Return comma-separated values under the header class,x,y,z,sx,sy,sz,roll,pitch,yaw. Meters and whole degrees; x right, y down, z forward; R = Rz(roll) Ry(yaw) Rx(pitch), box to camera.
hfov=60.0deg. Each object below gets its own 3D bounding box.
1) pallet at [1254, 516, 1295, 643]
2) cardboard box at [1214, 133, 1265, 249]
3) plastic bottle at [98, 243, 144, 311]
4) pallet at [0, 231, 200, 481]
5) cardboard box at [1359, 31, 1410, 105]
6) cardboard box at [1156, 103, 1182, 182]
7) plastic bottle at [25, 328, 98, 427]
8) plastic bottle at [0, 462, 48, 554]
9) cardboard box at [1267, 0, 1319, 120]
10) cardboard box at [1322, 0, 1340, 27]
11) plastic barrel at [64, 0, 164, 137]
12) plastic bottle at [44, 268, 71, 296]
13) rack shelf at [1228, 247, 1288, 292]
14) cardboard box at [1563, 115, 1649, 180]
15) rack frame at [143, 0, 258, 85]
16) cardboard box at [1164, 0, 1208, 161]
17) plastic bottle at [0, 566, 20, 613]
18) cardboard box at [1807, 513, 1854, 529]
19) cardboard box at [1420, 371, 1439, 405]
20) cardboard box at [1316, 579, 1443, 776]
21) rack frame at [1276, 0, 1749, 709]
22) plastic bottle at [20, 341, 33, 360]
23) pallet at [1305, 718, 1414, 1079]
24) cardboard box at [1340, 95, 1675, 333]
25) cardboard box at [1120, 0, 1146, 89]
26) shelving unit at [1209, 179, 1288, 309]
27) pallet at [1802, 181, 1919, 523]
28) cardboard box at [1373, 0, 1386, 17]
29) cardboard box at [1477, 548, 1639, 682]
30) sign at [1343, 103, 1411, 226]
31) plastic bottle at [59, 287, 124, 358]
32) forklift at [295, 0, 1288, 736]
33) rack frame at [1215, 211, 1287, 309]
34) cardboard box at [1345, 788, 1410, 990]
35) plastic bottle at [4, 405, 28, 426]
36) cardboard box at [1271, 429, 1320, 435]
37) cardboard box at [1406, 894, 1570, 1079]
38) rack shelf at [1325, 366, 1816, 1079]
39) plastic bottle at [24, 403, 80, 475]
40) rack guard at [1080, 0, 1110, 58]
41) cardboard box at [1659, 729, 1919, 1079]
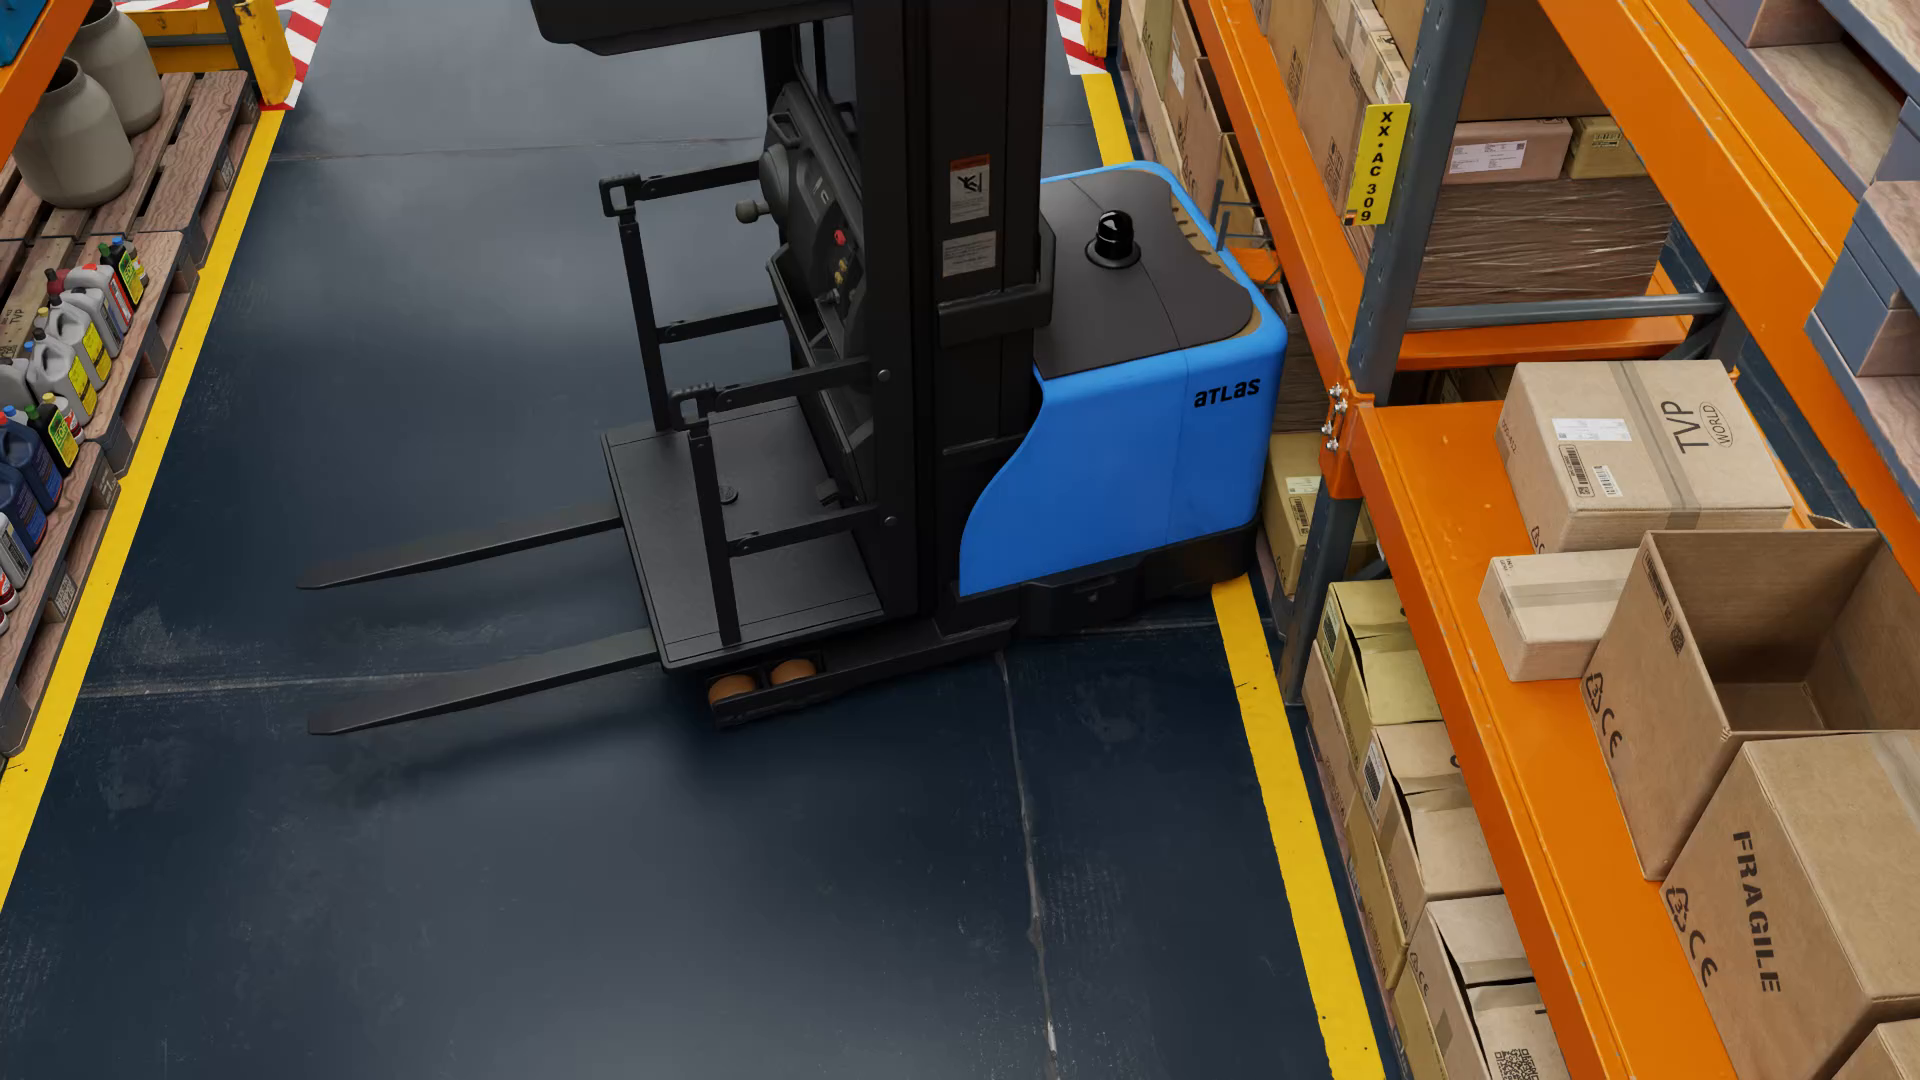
class,x,y,z,sx,sy,sz,roll,pitch,yaw
pallet,1.493,-0.195,5.789,1.003,0.211,1.213,-3,47,-3
cardboard box,1.185,-1.079,5.794,0.500,0.500,0.500,-3,47,-3
plastic bottle,-3.135,-1.003,6.202,0.061,0.283,0.133,-2,47,-2
pallet,-3.539,-0.692,6.260,1.003,0.211,1.213,-3,47,-3
cardboard box,1.262,-1.196,4.301,0.380,0.149,0.250,-4,47,-4
cardboard box,1.093,-1.544,6.751,0.500,0.250,0.500,-3,47,-3
plastic bottle,-3.124,-0.571,5.747,0.144,0.351,0.185,-4,47,-4
plastic bottle,-3.073,-0.127,5.326,0.144,0.351,0.185,-2,47,-2
cardboard box,1.385,-1.675,5.202,0.700,0.500,0.500,-3,47,-3
cardboard box,1.215,-1.575,4.660,0.380,0.149,0.250,-4,47,-3
plastic barrel,-3.622,-1.989,6.992,0.421,0.512,0.421,0,47,0
plastic bottle,-3.275,-0.896,6.100,0.061,0.283,0.133,-3,47,-3
rack shelf,0.897,-0.842,5.286,0.258,0.103,0.180,3,43,-2
cardboard box,1.688,-1.040,4.153,0.380,0.149,0.250,-4,47,-3
rack frame,-3.754,-3.172,6.688,1.000,3.000,0.127,-3,47,-3
cardboard box,1.104,-1.803,6.479,0.500,0.500,0.500,-3,47,-3
plastic bottle,-3.026,0.129,5.186,0.097,0.201,0.097,0,47,0
cardboard box,1.774,0.095,3.686,0.396,0.266,0.258,-5,47,-4
cardboard box,1.741,-0.748,5.481,0.500,0.500,0.500,-3,47,-3
cardboard box,1.304,0.347,4.574,0.500,0.311,0.500,-3,47,-3
rack frame,1.517,-0.576,4.229,1.000,3.000,0.127,-3,47,-3
plastic bottle,-3.257,-0.616,5.891,0.097,0.201,0.097,0,47,0
pallet,1.618,0.914,4.739,1.003,0.211,1.213,-3,47,-3
cardboard box,1.474,-0.931,4.497,0.700,0.500,0.500,-5,47,-4
cardboard box,1.006,-2.267,7.436,0.500,0.250,0.500,-3,47,-3
shelving unit,0.875,-0.614,5.503,0.258,1.200,0.189,3,43,-2
pallet,1.610,0.057,1.694,1.003,0.211,1.213,-2,47,-1
cardboard box,1.430,-1.743,4.372,0.700,0.500,0.500,-4,47,-3
cardboard box,1.388,0.164,3.702,0.380,0.149,0.250,-3,47,-3
sign,0.964,-0.866,3.853,0.100,0.325,0.005,-3,47,-3
plastic bottle,-3.158,-0.800,6.014,0.152,0.276,0.135,-5,47,-4
forklift,-0.592,-0.863,4.549,3.031,2.935,1.130,-14,48,-13
rack frame,0.873,-0.551,5.436,0.240,1.200,0.006,3,43,-2
cardboard box,1.346,0.902,4.434,0.500,0.250,0.500,-2,47,-2
plastic bottle,-3.138,-0.341,5.583,0.097,0.271,0.097,0,47,0
cardboard box,1.229,-0.459,5.724,0.500,0.250,0.500,-3,47,-3
cardboard box,1.385,1.083,3.876,0.500,0.311,0.500,-5,47,-5
rack shelf,1.685,1.119,3.120,1.077,0.370,4.000,-3,47,-3
plastic bottle,-3.061,-0.363,5.595,0.061,0.283,0.133,-2,47,-2
rack guard,1.181,-2.628,7.894,1.175,0.500,0.348,-3,47,-3
cardboard box,1.651,0.690,2.962,0.500,0.500,0.500,-3,47,-3
